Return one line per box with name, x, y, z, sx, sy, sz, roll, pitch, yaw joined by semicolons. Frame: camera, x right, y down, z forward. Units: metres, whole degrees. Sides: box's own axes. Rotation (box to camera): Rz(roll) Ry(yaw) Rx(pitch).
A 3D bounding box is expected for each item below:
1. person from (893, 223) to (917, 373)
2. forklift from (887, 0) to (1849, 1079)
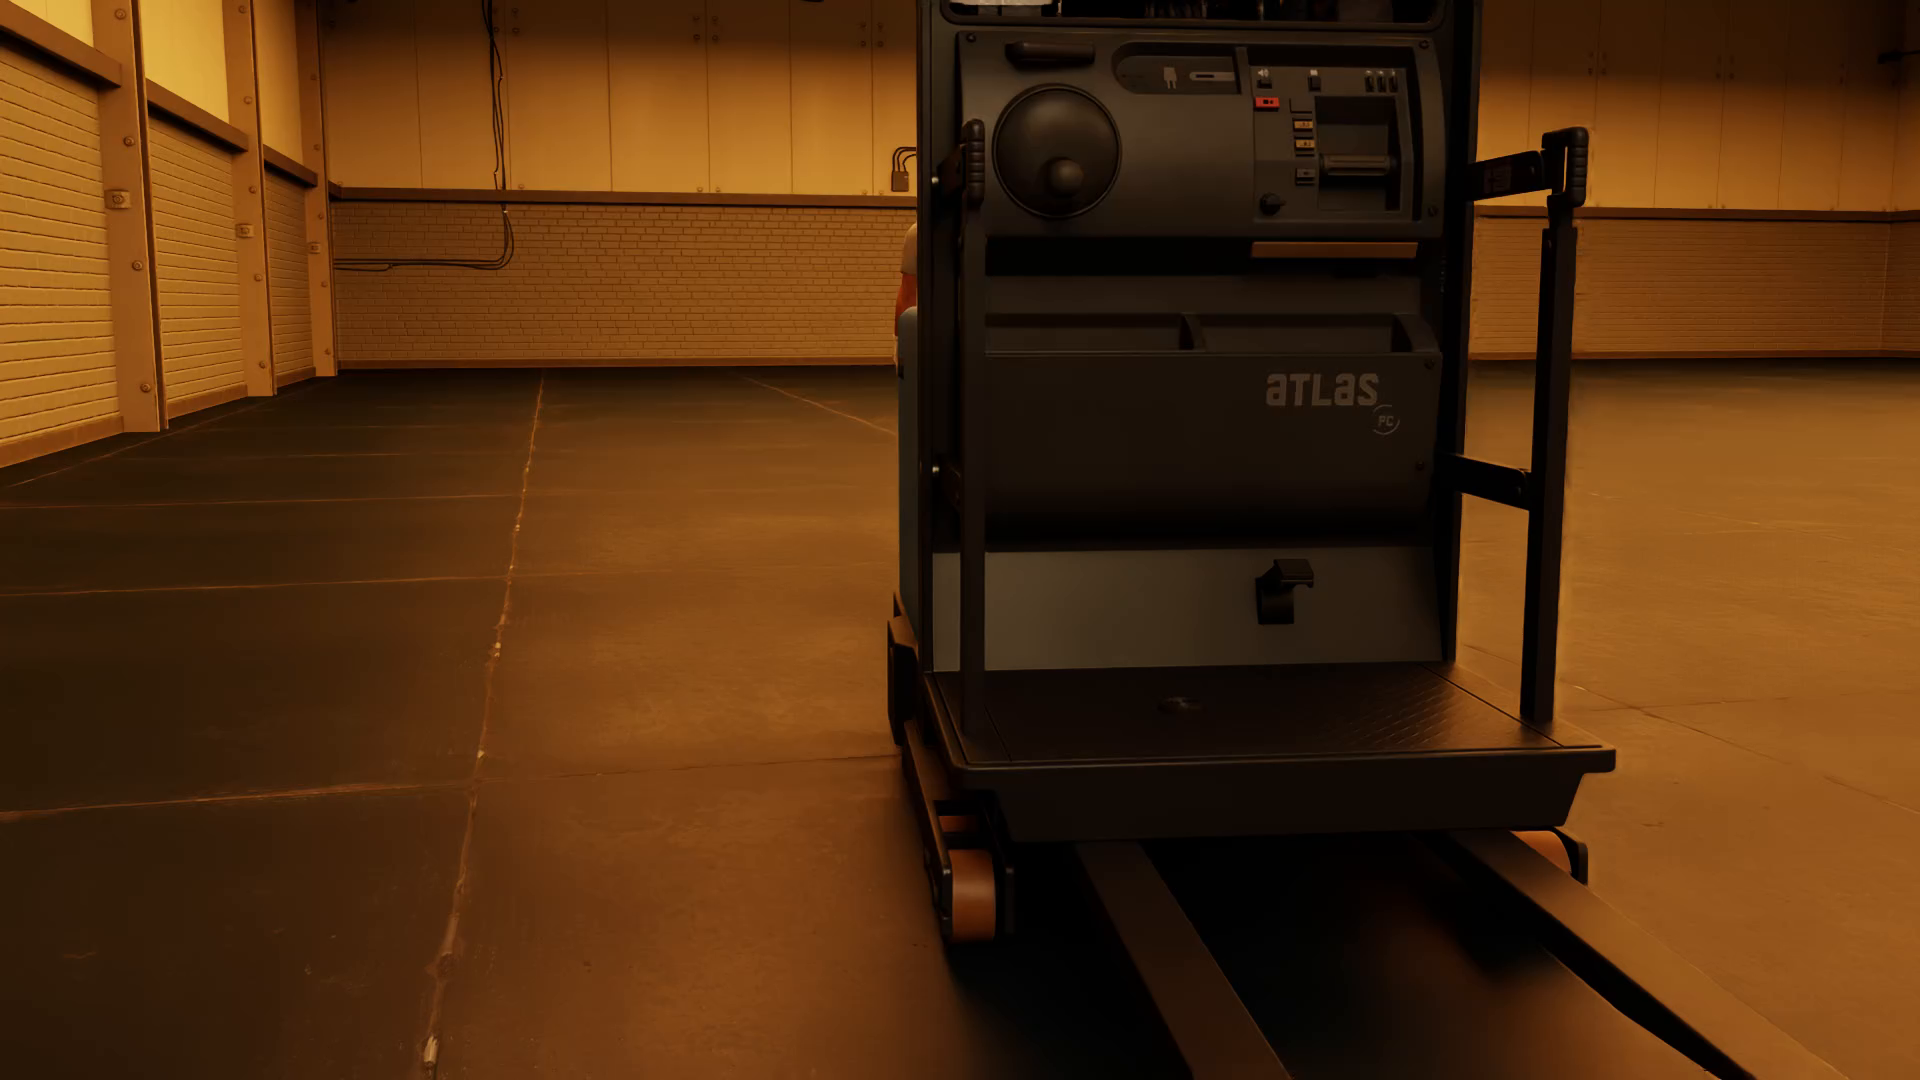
person;-0.007;-0.905;7.662;0.637;1.787;0.564;-2;8;-13
forklift;0.485;-0.815;2.958;1.130;2.935;3.031;-1;8;-6
